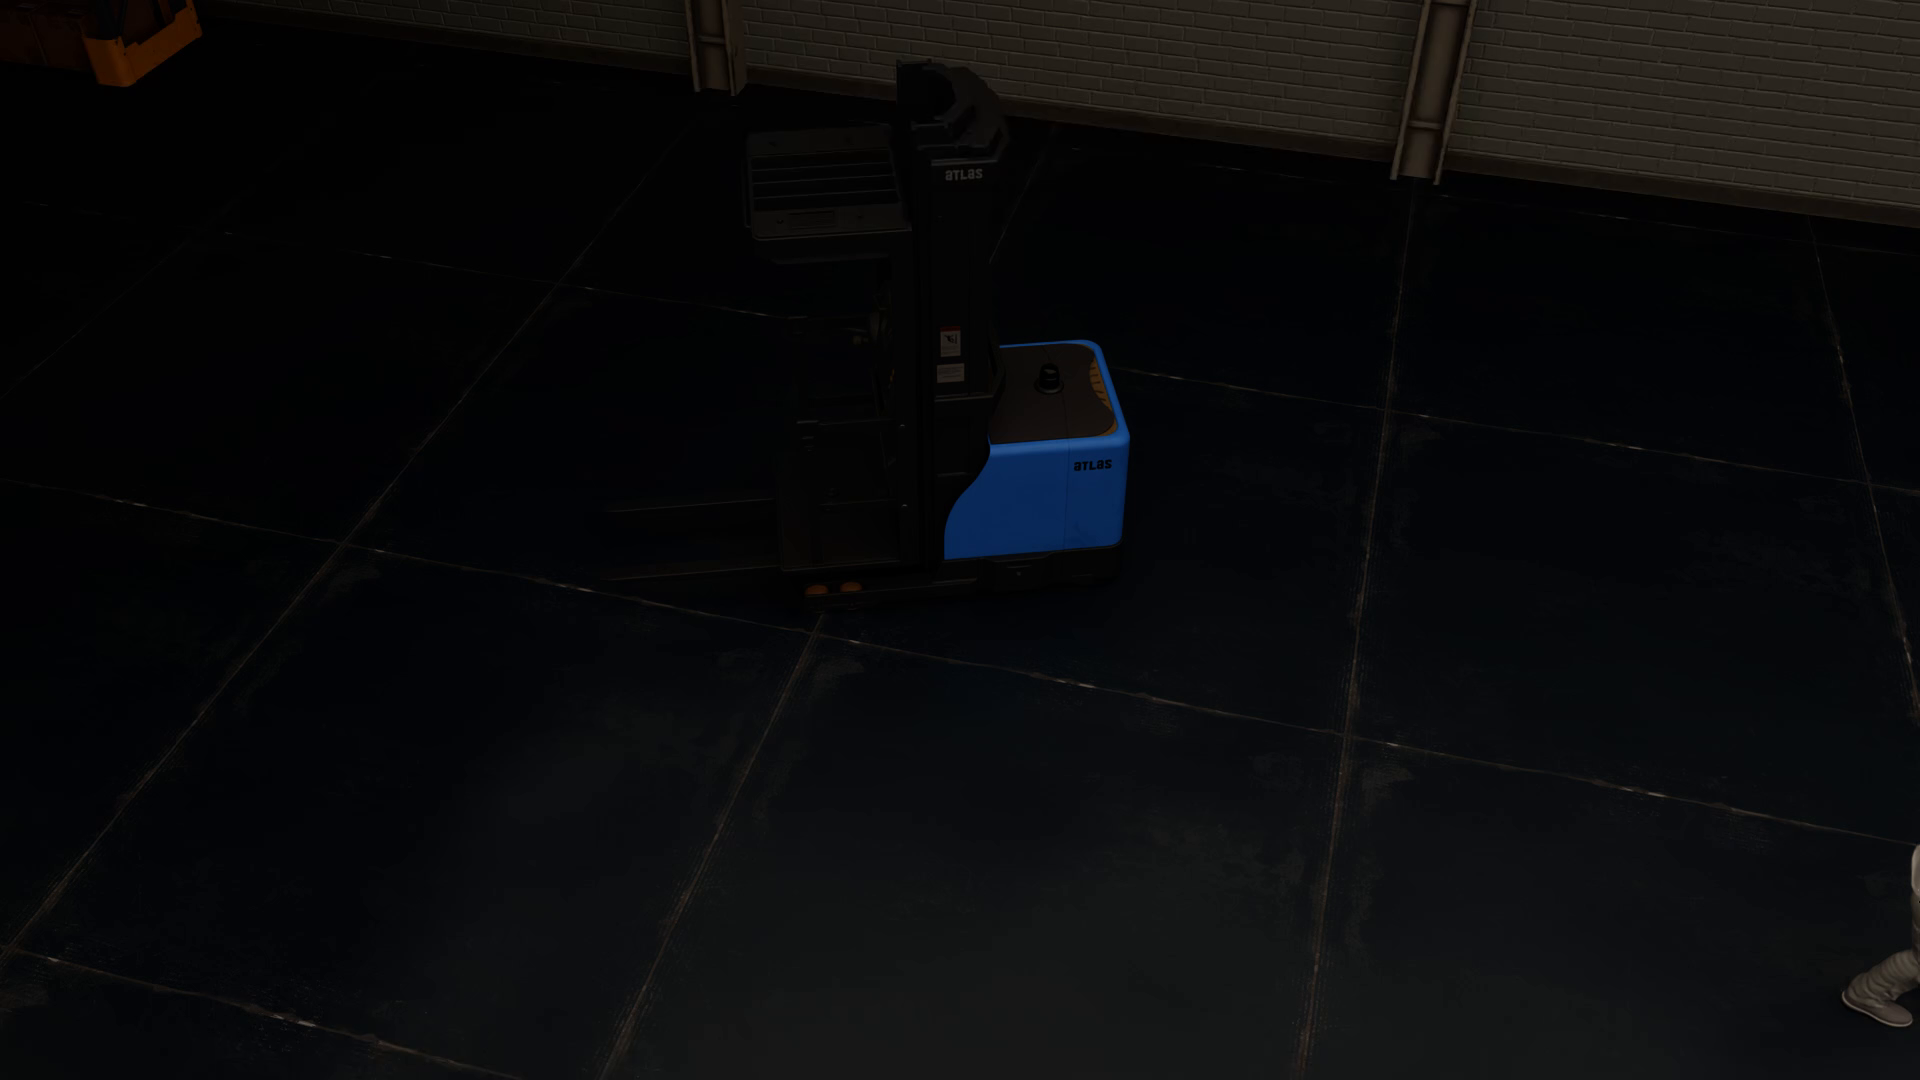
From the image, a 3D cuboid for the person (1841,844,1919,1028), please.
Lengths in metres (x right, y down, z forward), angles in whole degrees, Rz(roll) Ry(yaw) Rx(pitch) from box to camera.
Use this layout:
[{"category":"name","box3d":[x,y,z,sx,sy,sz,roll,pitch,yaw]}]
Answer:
[{"category":"person","box3d":[4.339,1.530,7.140,0.518,1.711,0.584,17,44,19]}]

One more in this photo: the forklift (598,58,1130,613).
[{"category":"forklift","box3d":[-0.604,-1.052,9.062,3.031,2.935,1.130,-5,41,-5]}]
